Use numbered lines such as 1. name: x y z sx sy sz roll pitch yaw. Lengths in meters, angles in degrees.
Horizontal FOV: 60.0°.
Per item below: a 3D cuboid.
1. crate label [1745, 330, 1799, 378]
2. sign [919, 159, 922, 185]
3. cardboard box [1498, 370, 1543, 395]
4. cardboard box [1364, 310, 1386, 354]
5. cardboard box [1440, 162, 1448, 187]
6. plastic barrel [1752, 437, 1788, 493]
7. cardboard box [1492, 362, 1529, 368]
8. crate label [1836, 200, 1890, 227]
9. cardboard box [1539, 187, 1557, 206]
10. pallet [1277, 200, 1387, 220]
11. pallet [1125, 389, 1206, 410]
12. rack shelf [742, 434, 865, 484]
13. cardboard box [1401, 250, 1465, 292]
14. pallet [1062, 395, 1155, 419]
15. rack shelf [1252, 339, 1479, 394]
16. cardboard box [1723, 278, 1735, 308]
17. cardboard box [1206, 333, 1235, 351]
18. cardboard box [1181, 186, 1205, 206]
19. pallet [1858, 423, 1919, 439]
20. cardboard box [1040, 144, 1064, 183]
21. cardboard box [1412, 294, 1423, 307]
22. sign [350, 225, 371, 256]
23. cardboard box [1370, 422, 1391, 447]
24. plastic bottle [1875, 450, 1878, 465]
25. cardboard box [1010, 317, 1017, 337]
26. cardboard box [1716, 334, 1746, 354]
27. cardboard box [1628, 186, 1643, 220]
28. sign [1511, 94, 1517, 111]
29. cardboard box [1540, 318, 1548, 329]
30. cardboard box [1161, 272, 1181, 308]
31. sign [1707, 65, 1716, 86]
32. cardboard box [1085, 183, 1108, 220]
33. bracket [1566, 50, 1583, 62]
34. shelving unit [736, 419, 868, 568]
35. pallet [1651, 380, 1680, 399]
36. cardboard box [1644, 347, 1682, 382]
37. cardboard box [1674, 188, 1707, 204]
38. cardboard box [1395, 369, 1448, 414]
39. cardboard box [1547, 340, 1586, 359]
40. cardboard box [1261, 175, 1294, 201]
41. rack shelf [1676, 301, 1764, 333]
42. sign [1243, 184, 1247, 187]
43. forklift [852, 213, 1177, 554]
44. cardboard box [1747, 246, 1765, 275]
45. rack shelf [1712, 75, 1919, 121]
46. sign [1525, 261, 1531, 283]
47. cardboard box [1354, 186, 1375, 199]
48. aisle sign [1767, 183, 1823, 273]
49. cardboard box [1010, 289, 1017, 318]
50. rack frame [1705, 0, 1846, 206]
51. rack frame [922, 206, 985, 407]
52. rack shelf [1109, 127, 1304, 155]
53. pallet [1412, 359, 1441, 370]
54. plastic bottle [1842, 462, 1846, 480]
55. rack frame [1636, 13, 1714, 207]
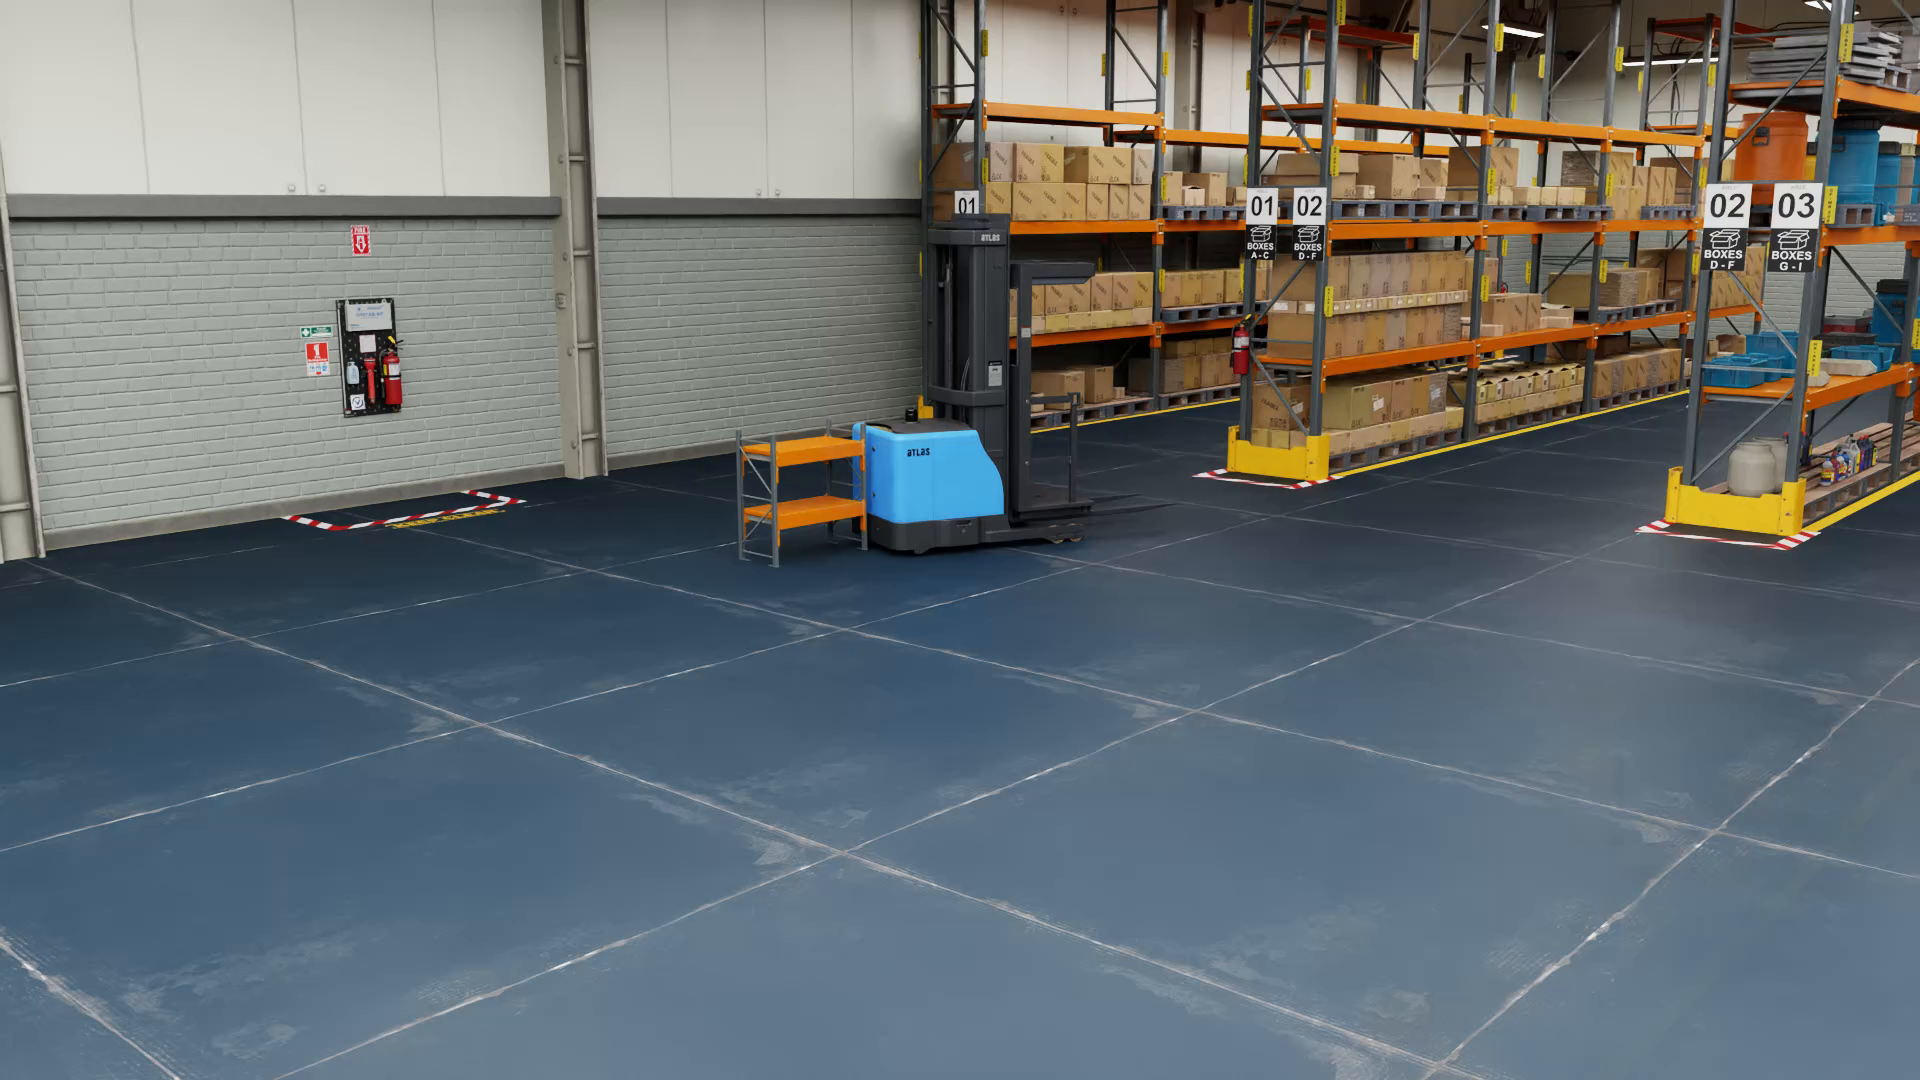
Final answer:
1. crate label: 8.362 -1.908 17.016 0.502 0.435 0.616 10 15 40
2. sign: -0.496 -4.846 21.896 0.100 0.325 0.005 10 15 40
3. cardboard box: 7.746 -2.202 23.094 0.500 0.311 0.500 10 15 42
4. cardboard box: 4.624 -2.492 19.776 0.700 0.500 0.500 10 15 41
5. cardboard box: 8.845 -6.797 31.064 0.500 0.500 0.500 9 15 39
6. plastic barrel: 8.058 -0.752 16.595 0.421 0.512 0.421 0 11 0
7. cardboard box: 8.006 -2.418 24.176 0.500 0.311 0.500 9 15 39
8. crate label: 8.834 -3.216 16.375 0.502 0.251 0.408 10 15 40
9. cardboard box: 7.937 -4.770 23.088 0.500 0.250 0.500 9 15 39
10. pallet: 4.118 -3.754 18.917 1.003 0.211 1.213 10 15 40
11. pallet: 3.061 -2.202 25.696 1.003 0.211 1.213 10 15 40
12. rack shelf: -1.367 -0.712 14.410 0.538 0.278 1.000 11 16 43
13. cardboard box: 5.984 -3.434 21.177 0.700 0.500 0.500 10 15 41
14. pallet: 2.132 -1.984 24.604 1.003 0.211 1.213 10 15 40
15. rack shelf: 4.952 -2.168 20.242 1.077 0.370 4.000 10 15 40
16. cardboard box: 13.096 -4.304 28.849 0.500 0.500 0.500 9 15 40
17. cardboard box: 4.329 -3.212 26.980 0.500 0.250 0.500 10 15 41
18. cardboard box: 3.376 -5.248 25.327 0.500 0.311 0.500 10 15 42
19. pallet: 12.090 -1.286 21.110 1.003 0.211 1.213 10 15 40
20. cardboard box: 1.044 -5.056 22.347 0.500 0.500 0.500 10 15 42
21. cardboard box: 5.414 -2.927 20.298 0.380 0.149 0.250 10 15 42
22. sign: -5.980 -2.988 16.594 0.001 0.298 0.199 10 15 40
23. cardboard box: 4.810 -1.281 19.916 0.500 0.250 0.500 10 15 40
24. plastic bottle: 9.985 -0.923 18.198 0.097 0.201 0.097 0 11 0
25. cardboard box: 0.469 -2.833 22.069 0.500 0.250 0.500 9 15 39
26. cardboard box: 14.019 -3.458 30.126 0.500 0.500 0.500 10 15 40
27. cardboard box: 9.855 -5.143 25.390 0.910 0.500 0.500 10 15 40
28. sign: 10.868 -8.587 32.640 0.100 0.325 0.005 10 15 40
29. cardboard box: 8.113 -3.085 23.640 0.250 0.149 0.380 -11 16 -43
30. cardboard box: 2.910 -3.790 25.149 0.700 0.500 0.500 10 15 41
31. sign: 11.973 -7.398 26.488 0.100 0.325 0.005 10 15 40
32. cardboard box: 1.720 -4.719 23.214 0.500 0.500 0.500 9 14 38
33. bracket: 13.707 -10.800 37.118 0.235 0.232 0.430 10 15 40
34. shelving unit: -1.367 -0.425 14.468 0.538 1.125 1.048 11 16 43
35. pallet: 11.044 -2.500 27.187 1.003 0.211 1.213 10 15 40
36. cardboard box: 11.442 -2.872 27.190 0.500 0.500 0.500 10 15 40
37. cardboard box: 12.060 -5.674 27.407 0.500 0.250 0.500 10 15 40
38. cardboard box: 5.791 -1.871 20.956 0.500 0.500 0.500 10 15 40
39. cardboard box: 9.387 -2.938 25.605 0.500 0.250 0.500 11 15 42
40. cardboard box: 5.460 -5.856 27.836 0.700 0.500 0.500 8 14 36
41. rack shelf: 12.873 -3.933 29.081 1.077 0.370 4.000 10 15 40
42. sign: 4.777 -5.879 27.808 0.100 0.325 0.005 10 15 40
43. forklift: 0.564 -1.493 15.201 3.031 2.935 1.130 -6 13 -26
44. cardboard box: 14.106 -5.018 29.871 0.500 0.500 0.500 10 15 40
45. rack shelf: 8.670 -4.272 16.484 1.077 0.370 4.000 10 15 40
46. sign: 8.498 -4.001 24.830 0.100 0.325 0.005 10 15 40
47. cardboard box: 4.541 -3.999 19.127 0.380 0.149 0.250 10 15 40
48. aisle sign: 7.522 -2.811 14.992 0.394 0.787 0.004 10 15 40
49. cardboard box: 0.449 -3.201 21.999 0.500 0.500 0.500 10 15 40
50. rack frame: 7.350 -4.527 14.902 1.000 3.000 0.127 10 15 40
51. rack frame: -0.092 -2.866 21.902 1.000 3.000 0.127 10 15 40
52. rack shelf: 3.869 -6.142 25.844 1.077 0.370 4.000 10 15 40
53. pallet: 8.390 -3.366 31.524 1.003 0.211 1.213 10 15 40
54. plastic bottle: 9.138 -0.735 17.253 0.097 0.201 0.097 0 11 0
55. rack frame: 11.553 -6.934 26.950 1.000 3.000 0.127 10 15 40
